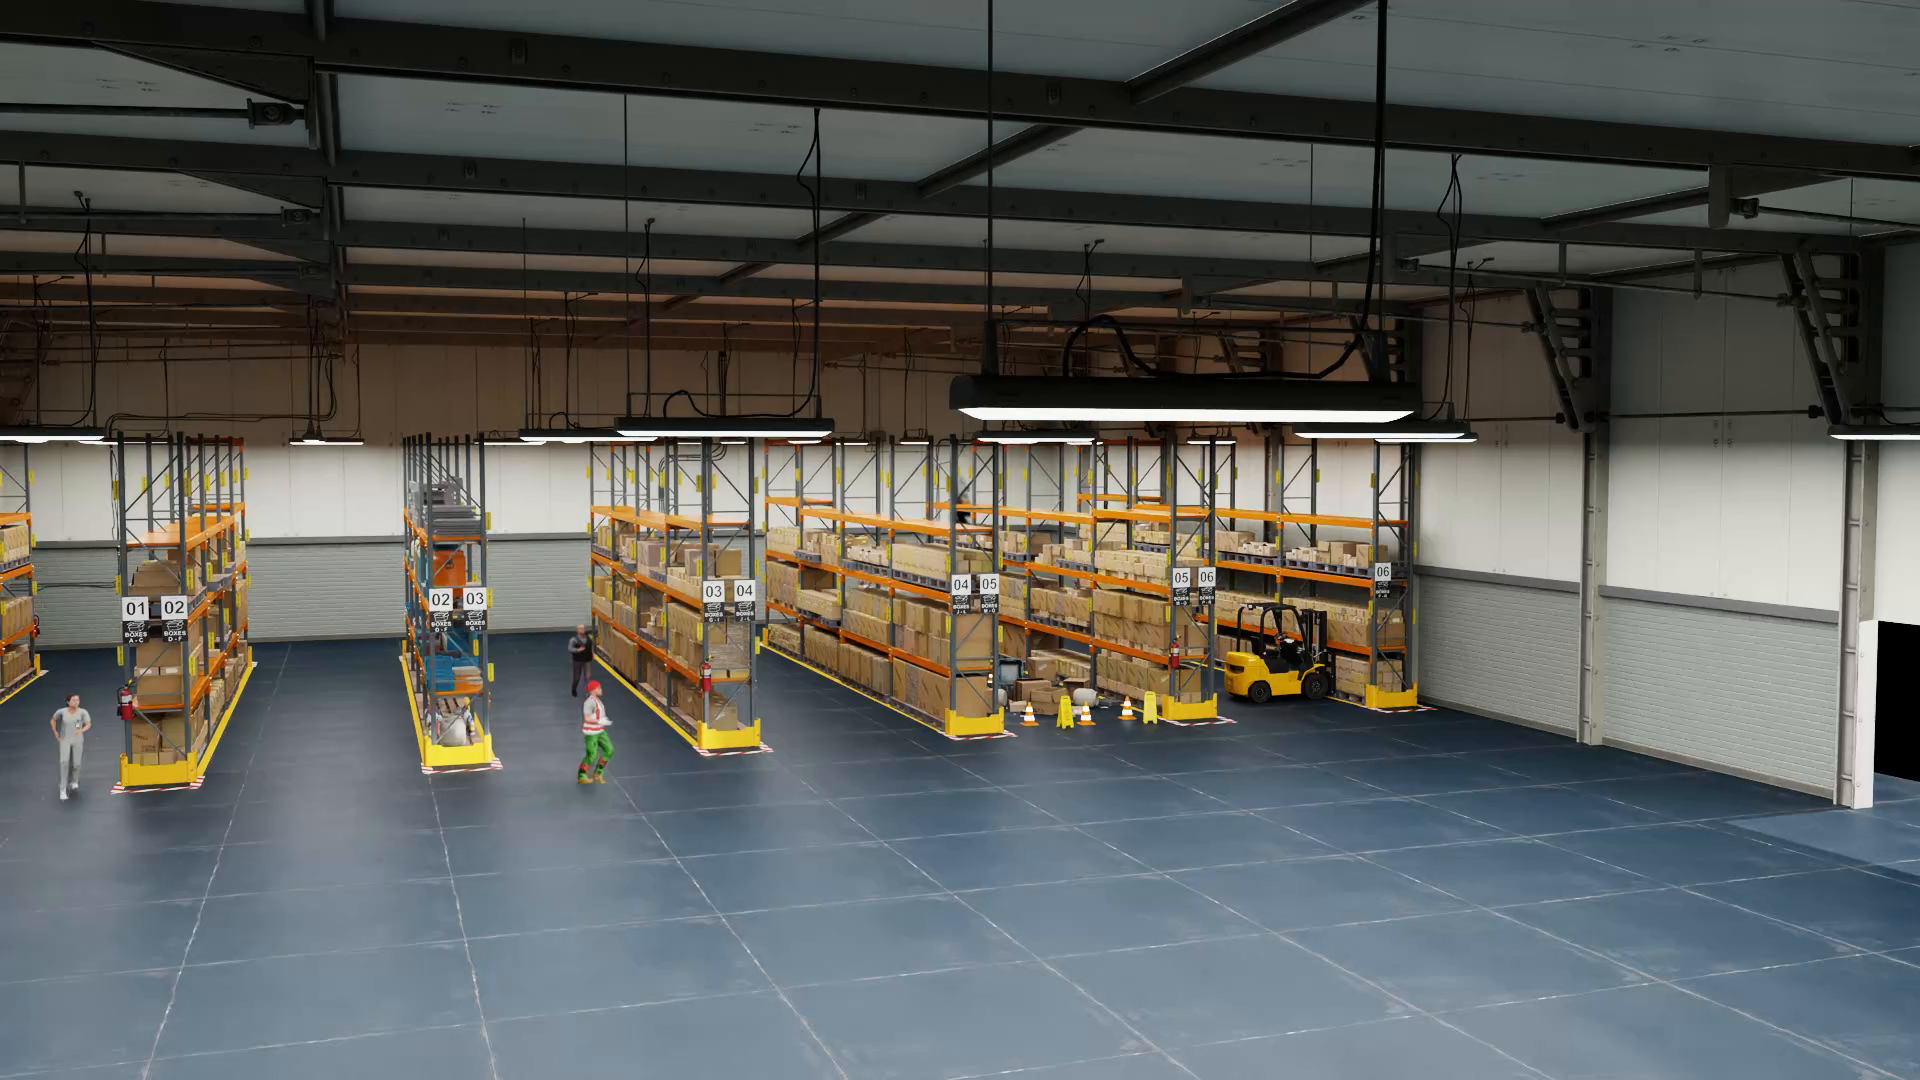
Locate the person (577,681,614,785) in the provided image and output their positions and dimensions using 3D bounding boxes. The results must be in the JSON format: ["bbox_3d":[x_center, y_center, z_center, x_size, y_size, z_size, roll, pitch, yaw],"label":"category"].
[{"bbox_3d":[-6.158,3.281,28.139,0.712,1.803,0.649,1,3,15],"label":"person"}]

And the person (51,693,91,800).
[{"bbox_3d":[-14.650,3.369,27.448,0.567,1.698,0.863,-2,4,-35],"label":"person"}]

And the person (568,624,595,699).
[{"bbox_3d":[-8.534,2.760,37.569,0.658,1.703,0.971,-2,4,-29],"label":"person"}]

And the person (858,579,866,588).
[{"bbox_3d":[-2.980,2.025,50.718,0.841,1.830,0.650,-1,3,-14],"label":"person"}]
